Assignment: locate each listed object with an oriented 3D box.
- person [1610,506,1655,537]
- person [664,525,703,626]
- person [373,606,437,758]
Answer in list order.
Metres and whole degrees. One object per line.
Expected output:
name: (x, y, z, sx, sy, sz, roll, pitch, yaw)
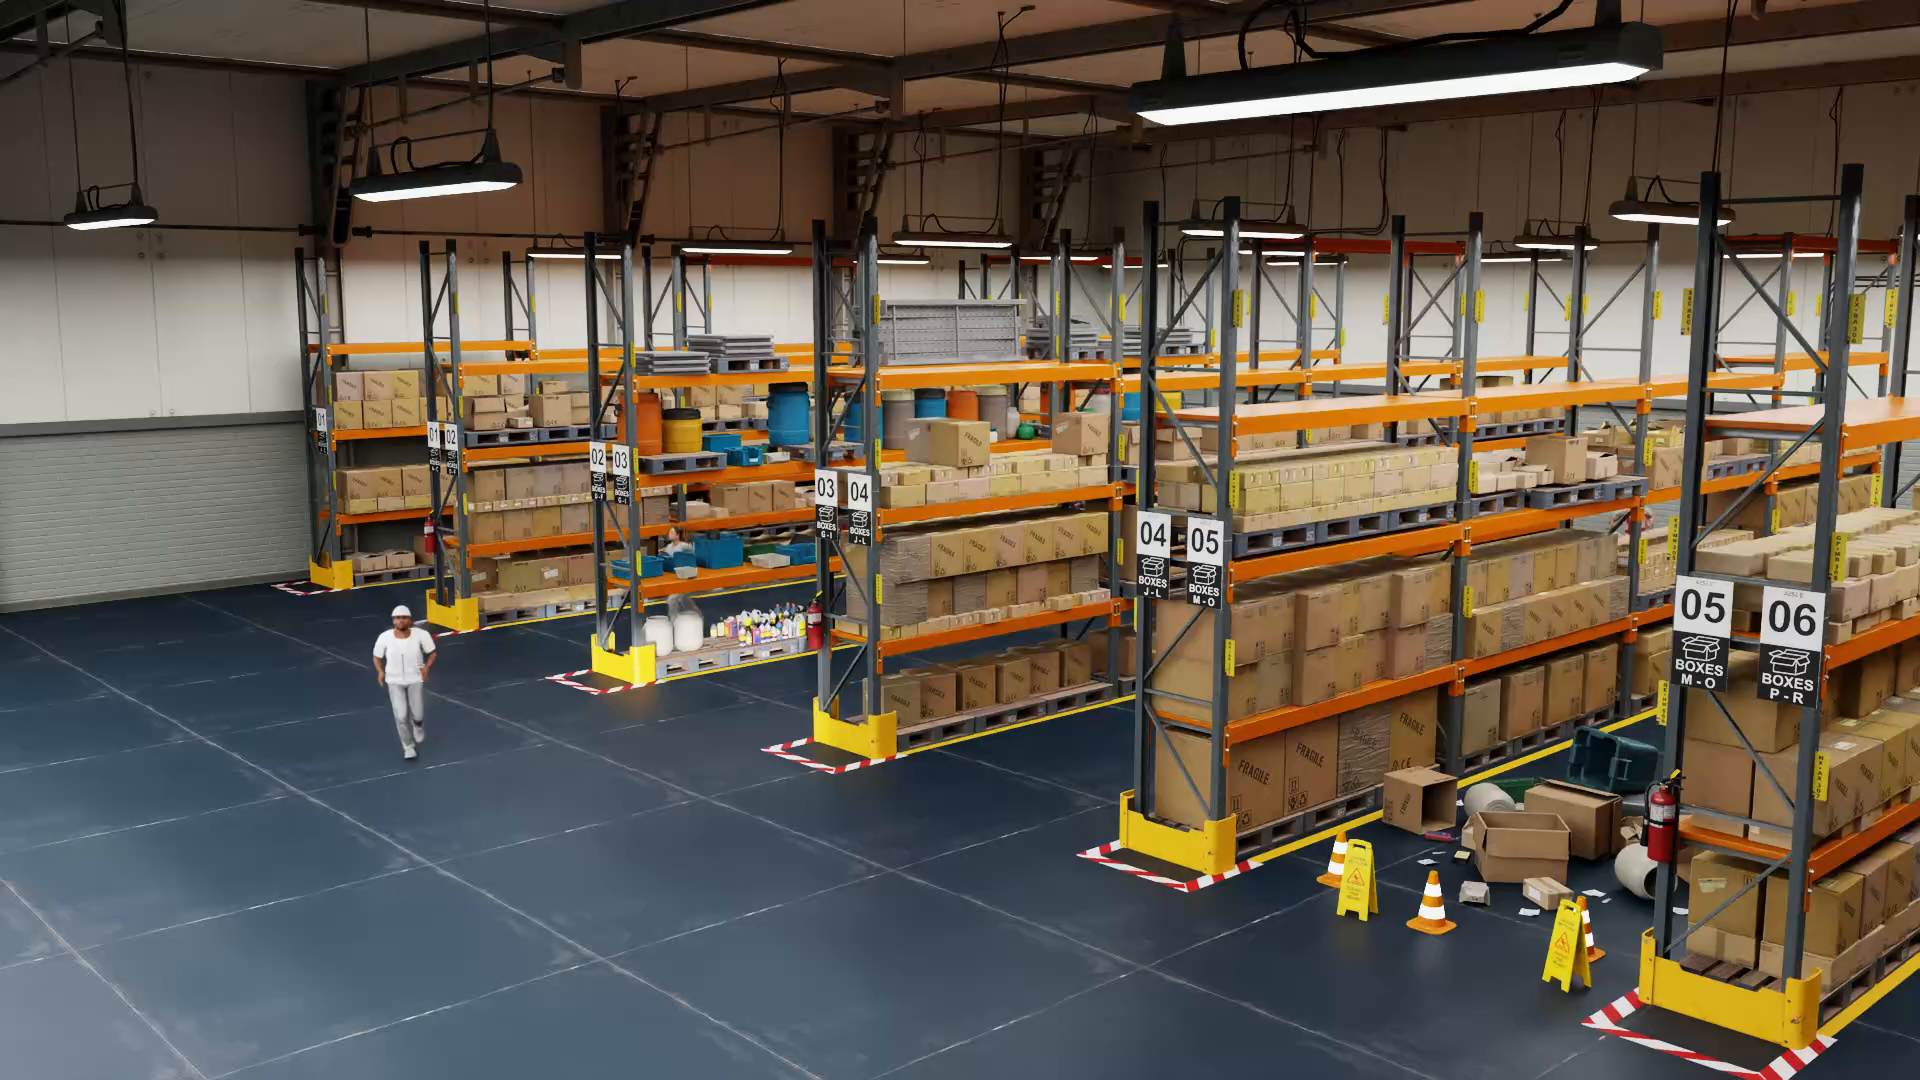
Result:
person: (11.953, 0.004, 29.347, 0.797, 1.755, 0.827, -1, 8, -8)
person: (-4.232, 0.620, 25.421, 0.573, 1.715, 0.890, 8, 11, 43)
person: (-6.247, 1.578, 18.736, 0.686, 1.722, 0.589, -2, 9, -15)
